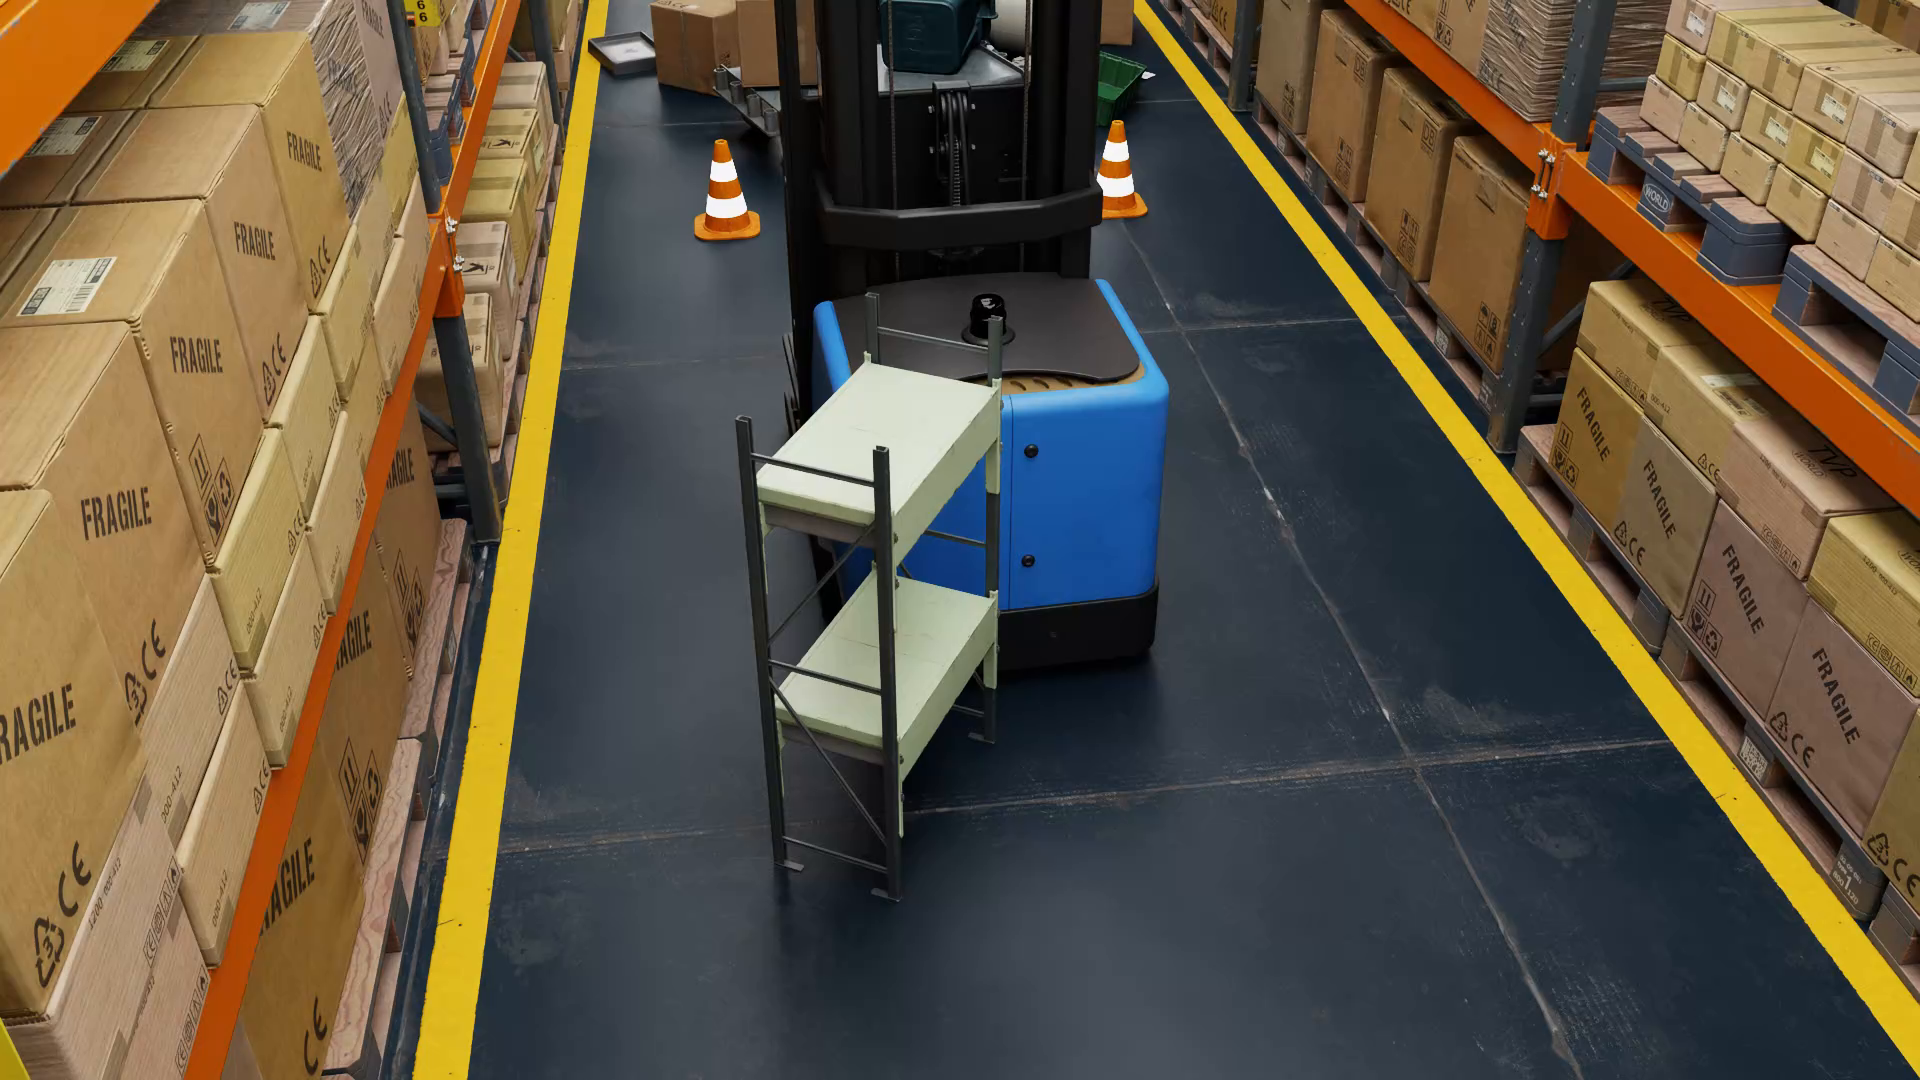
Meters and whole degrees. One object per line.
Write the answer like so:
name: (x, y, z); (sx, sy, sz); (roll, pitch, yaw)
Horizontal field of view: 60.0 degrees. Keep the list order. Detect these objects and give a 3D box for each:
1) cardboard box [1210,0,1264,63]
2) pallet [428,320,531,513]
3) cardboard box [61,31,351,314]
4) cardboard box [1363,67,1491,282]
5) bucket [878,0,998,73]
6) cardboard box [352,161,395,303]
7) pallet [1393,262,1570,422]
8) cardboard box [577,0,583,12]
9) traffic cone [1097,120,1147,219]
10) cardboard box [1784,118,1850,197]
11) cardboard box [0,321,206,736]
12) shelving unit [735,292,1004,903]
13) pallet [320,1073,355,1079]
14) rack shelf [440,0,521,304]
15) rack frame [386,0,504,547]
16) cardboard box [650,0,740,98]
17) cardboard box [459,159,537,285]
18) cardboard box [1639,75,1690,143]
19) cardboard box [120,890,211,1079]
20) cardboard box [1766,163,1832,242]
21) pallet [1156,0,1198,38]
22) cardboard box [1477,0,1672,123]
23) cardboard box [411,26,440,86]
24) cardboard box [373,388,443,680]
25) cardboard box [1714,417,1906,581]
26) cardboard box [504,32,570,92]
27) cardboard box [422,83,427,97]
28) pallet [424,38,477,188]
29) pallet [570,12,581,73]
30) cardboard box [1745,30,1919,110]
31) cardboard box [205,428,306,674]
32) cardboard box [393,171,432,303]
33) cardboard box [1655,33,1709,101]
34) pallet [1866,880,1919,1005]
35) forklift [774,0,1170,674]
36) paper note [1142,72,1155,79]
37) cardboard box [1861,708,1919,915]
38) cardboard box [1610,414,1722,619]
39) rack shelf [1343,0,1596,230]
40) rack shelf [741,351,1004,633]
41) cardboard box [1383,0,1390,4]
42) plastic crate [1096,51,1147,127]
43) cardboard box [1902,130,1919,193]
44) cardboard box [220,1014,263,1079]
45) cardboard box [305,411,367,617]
cardboard box: (2.114, -3.535, 10.288); (0.875, 0.875, 0.875); (-4, 34, -6)
pallet: (-2.328, -0.504, 6.802); (1.003, 0.211, 1.213); (-4, 35, -6)
cardboard box: (-1.758, -0.843, 3.846); (0.500, 0.500, 0.500); (-4, 35, -6)
cardboard box: (2.554, -1.730, 7.749); (1.050, 0.750, 0.750); (-4, 34, -6)
bucket: (-0.174, -3.060, 9.634); (0.726, 0.611, 0.620); (7, 45, 10)
cardboard box: (-1.835, -0.828, 4.491); (0.500, 0.250, 0.500); (-5, 35, -8)
pallet: (2.636, -0.945, 7.449); (1.003, 0.211, 1.213); (-4, 35, -6)
cardboard box: (-2.787, -3.710, 11.099); (0.500, 0.250, 0.500); (-6, 35, -8)
traffic cone: (0.813, -1.973, 8.734); (0.336, 0.463, 0.334); (-4, 35, -6)
cardboard box: (2.645, -1.119, 4.814); (0.380, 0.149, 0.250); (-4, 35, -6)
cardboard box: (-1.556, 0.008, 2.598); (0.500, 0.500, 0.500); (-5, 35, -7)
shelving unit: (-0.214, 0.175, 4.661); (0.431, 1.500, 0.755); (13, 36, 19)
pallet: (-1.865, 1.739, 3.510); (1.003, 0.211, 1.213); (-4, 35, -6)
rack shelf: (-2.493, -2.039, 7.217); (1.077, 0.370, 4.000); (-4, 35, -6)
rack frame: (-2.224, -1.220, 5.377); (1.000, 3.000, 0.127); (-4, 35, -6)
cardboard box: (-1.558, -3.121, 10.384); (0.500, 0.500, 0.500); (20, 39, 26)
cardboard box: (-2.494, -1.459, 7.687); (0.950, 0.372, 0.625); (-3, 34, -5)
cardboard box: (2.527, -1.456, 5.573); (0.380, 0.149, 0.250); (-5, 35, -7)
cardboard box: (-1.484, 0.808, 2.533); (0.500, 0.250, 0.500); (-5, 35, -7)
cardboard box: (2.638, -1.006, 4.912); (0.380, 0.149, 0.250); (-3, 34, -4)
pallet: (1.937, -3.844, 11.703); (1.003, 0.211, 1.213); (-4, 35, -6)
cardboard box: (2.341, -1.924, 6.321); (0.500, 0.500, 0.500); (-4, 35, -6)
cardboard box: (-2.055, -1.827, 5.541); (0.500, 0.500, 0.500); (-5, 35, -8)
cardboard box: (-2.214, -0.124, 5.282); (0.875, 0.875, 0.875); (-5, 35, -7)
cardboard box: (2.642, -0.139, 4.971); (0.500, 0.250, 0.500); (-4, 34, -6)
cardboard box: (-2.574, -2.839, 9.822); (0.500, 0.250, 0.500); (-6, 35, -9)
cardboard box: (-2.088, -1.646, 5.851); (0.380, 0.149, 0.250); (-6, 35, -9)
pallet: (-2.426, -1.531, 6.003); (1.213, 0.211, 1.003); (-4, 35, -6)
pallet: (-3.055, -3.354, 10.985); (1.003, 0.211, 1.213); (-4, 35, -6)
cardboard box: (2.605, -1.408, 4.974); (0.380, 0.149, 0.250); (-5, 35, -7)
cardboard box: (-1.605, 0.028, 3.235); (0.500, 0.250, 0.500); (-4, 34, -6)
cardboard box: (-1.899, -0.896, 5.034); (0.500, 0.250, 0.500); (-6, 35, -8)
cardboard box: (2.533, -1.559, 5.461); (0.380, 0.149, 0.250); (-3, 34, -4)
pallet: (3.099, 1.299, 4.157); (1.003, 0.211, 1.213); (-4, 35, -6)
forklift: (-0.114, -1.560, 5.937); (1.130, 2.935, 3.031); (-6, 35, -9)
paper note: (1.142, -2.964, 10.571); (0.142, 0.020, 0.147); (27, 43, 34)
cardboard box: (2.787, 0.760, 4.318); (0.500, 0.500, 0.500); (-5, 35, -8)
cardboard box: (2.581, -0.098, 5.577); (0.500, 0.500, 0.500); (-4, 34, -6)
rack shelf: (2.398, -2.470, 7.850); (1.077, 0.370, 4.000); (-4, 35, -6)
rack shelf: (-0.214, -0.147, 4.441); (0.431, 0.370, 0.720); (13, 36, 19)
cardboard box: (2.135, -2.767, 7.558); (0.500, 0.500, 0.500); (-4, 34, -6)
plastic crate: (0.808, -2.743, 10.058); (0.450, 0.188, 0.662); (21, 39, 12)
cardboard box: (2.716, -0.961, 4.319); (0.380, 0.149, 0.250); (-3, 34, -5)
cardboard box: (-1.849, 1.376, 3.080); (0.875, 0.875, 0.875); (-3, 34, -5)
cardboard box: (-1.666, -0.047, 3.789); (0.500, 0.250, 0.500); (-5, 35, -7)
